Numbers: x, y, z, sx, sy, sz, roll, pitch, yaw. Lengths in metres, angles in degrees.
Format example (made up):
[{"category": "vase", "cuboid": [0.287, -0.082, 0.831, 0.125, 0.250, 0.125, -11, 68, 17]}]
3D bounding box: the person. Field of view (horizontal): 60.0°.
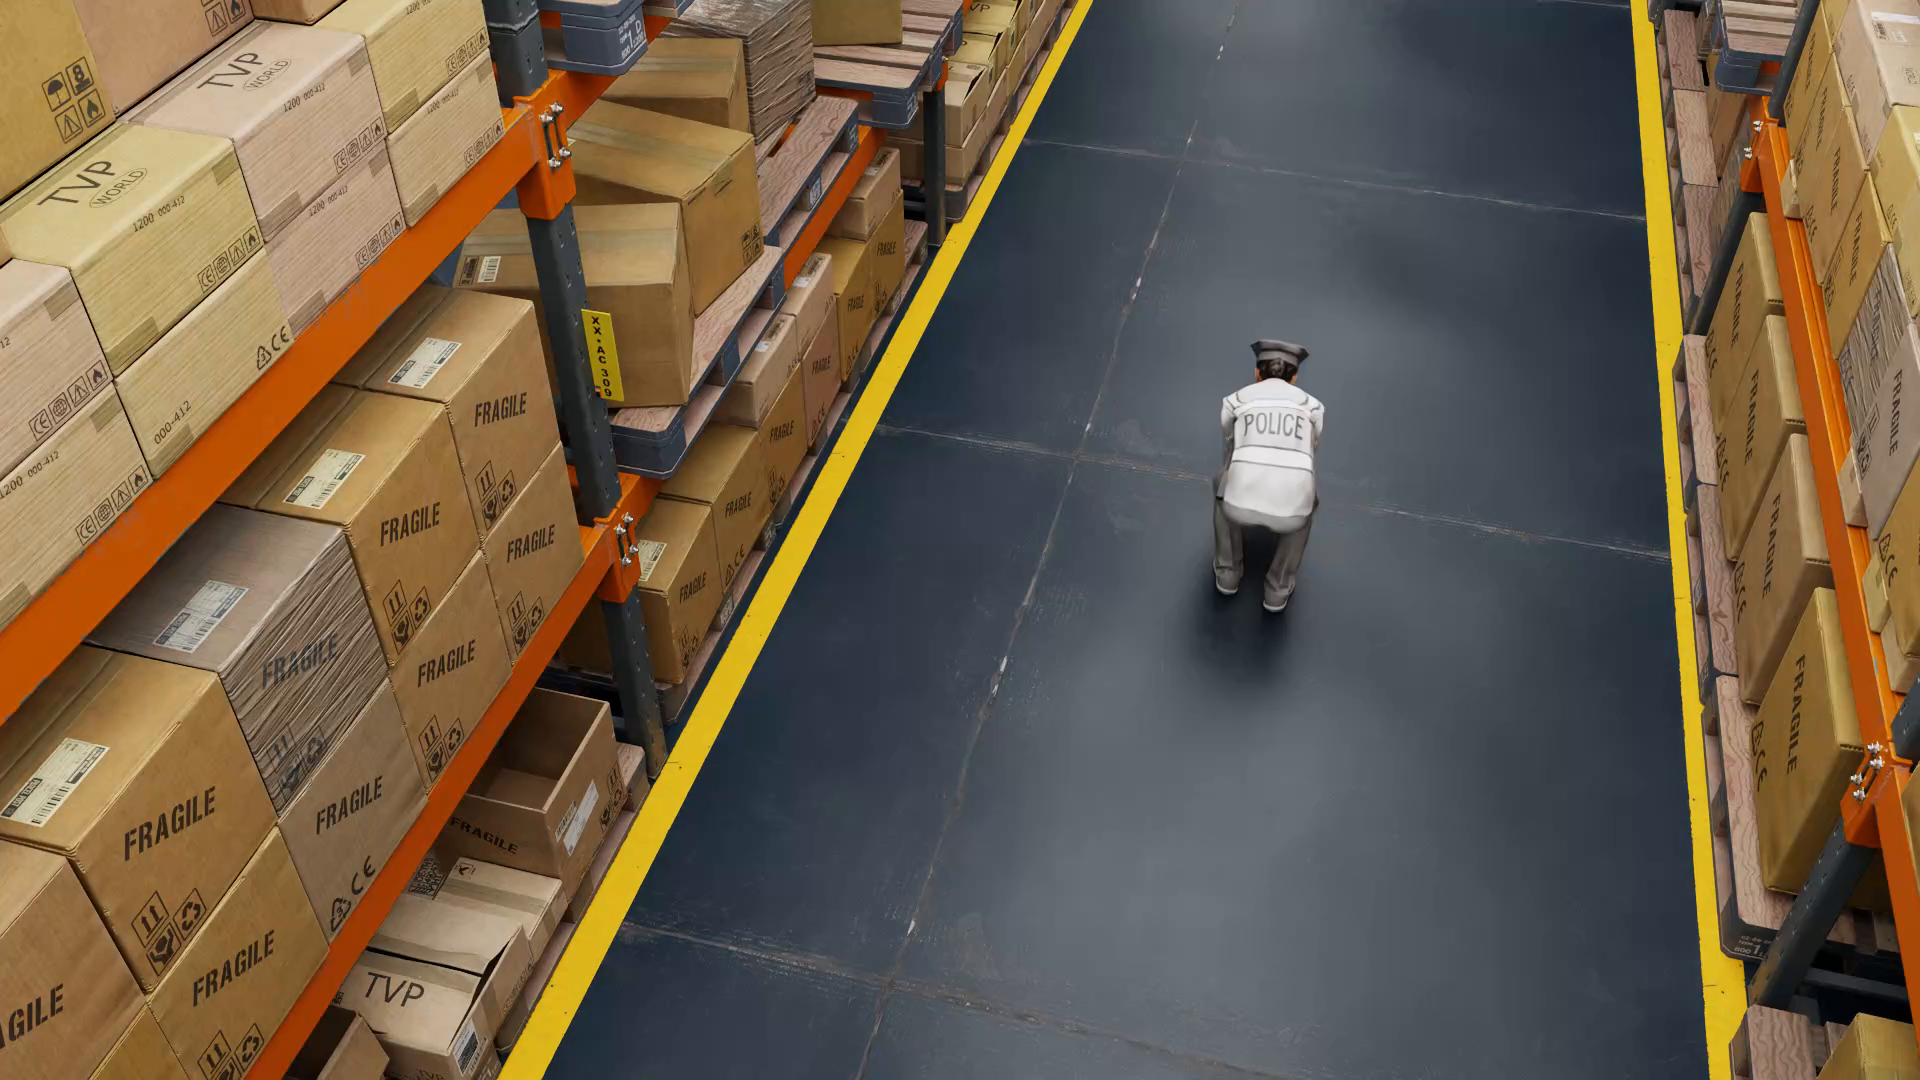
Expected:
[{"category": "person", "cuboid": [1.294, -0.287, 6.977, 0.449, 1.019, 0.920, 8, 42, 9]}]
